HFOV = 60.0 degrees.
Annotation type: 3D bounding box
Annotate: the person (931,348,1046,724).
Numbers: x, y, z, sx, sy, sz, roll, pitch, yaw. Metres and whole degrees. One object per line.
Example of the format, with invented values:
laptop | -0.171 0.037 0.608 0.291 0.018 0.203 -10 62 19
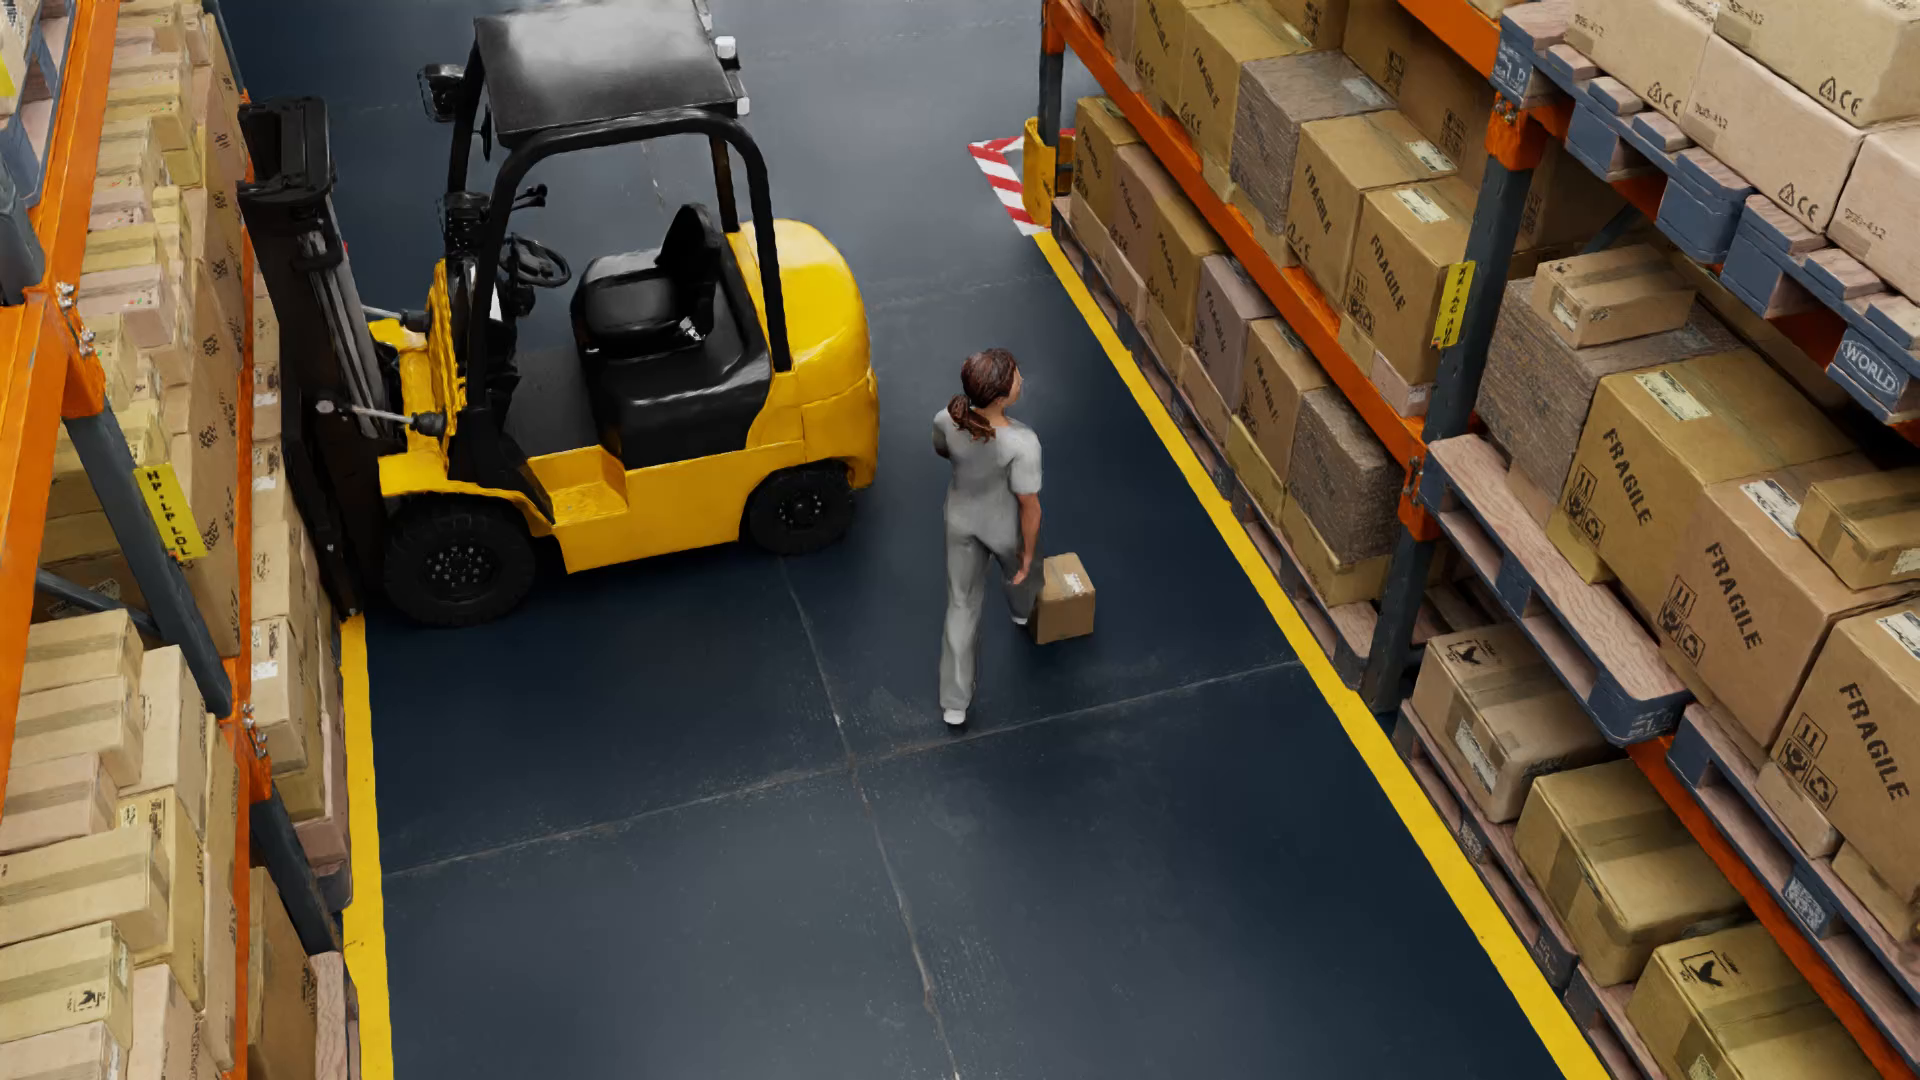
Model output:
person | 0.148 -0.139 6.316 0.490 1.620 0.931 17 45 18
